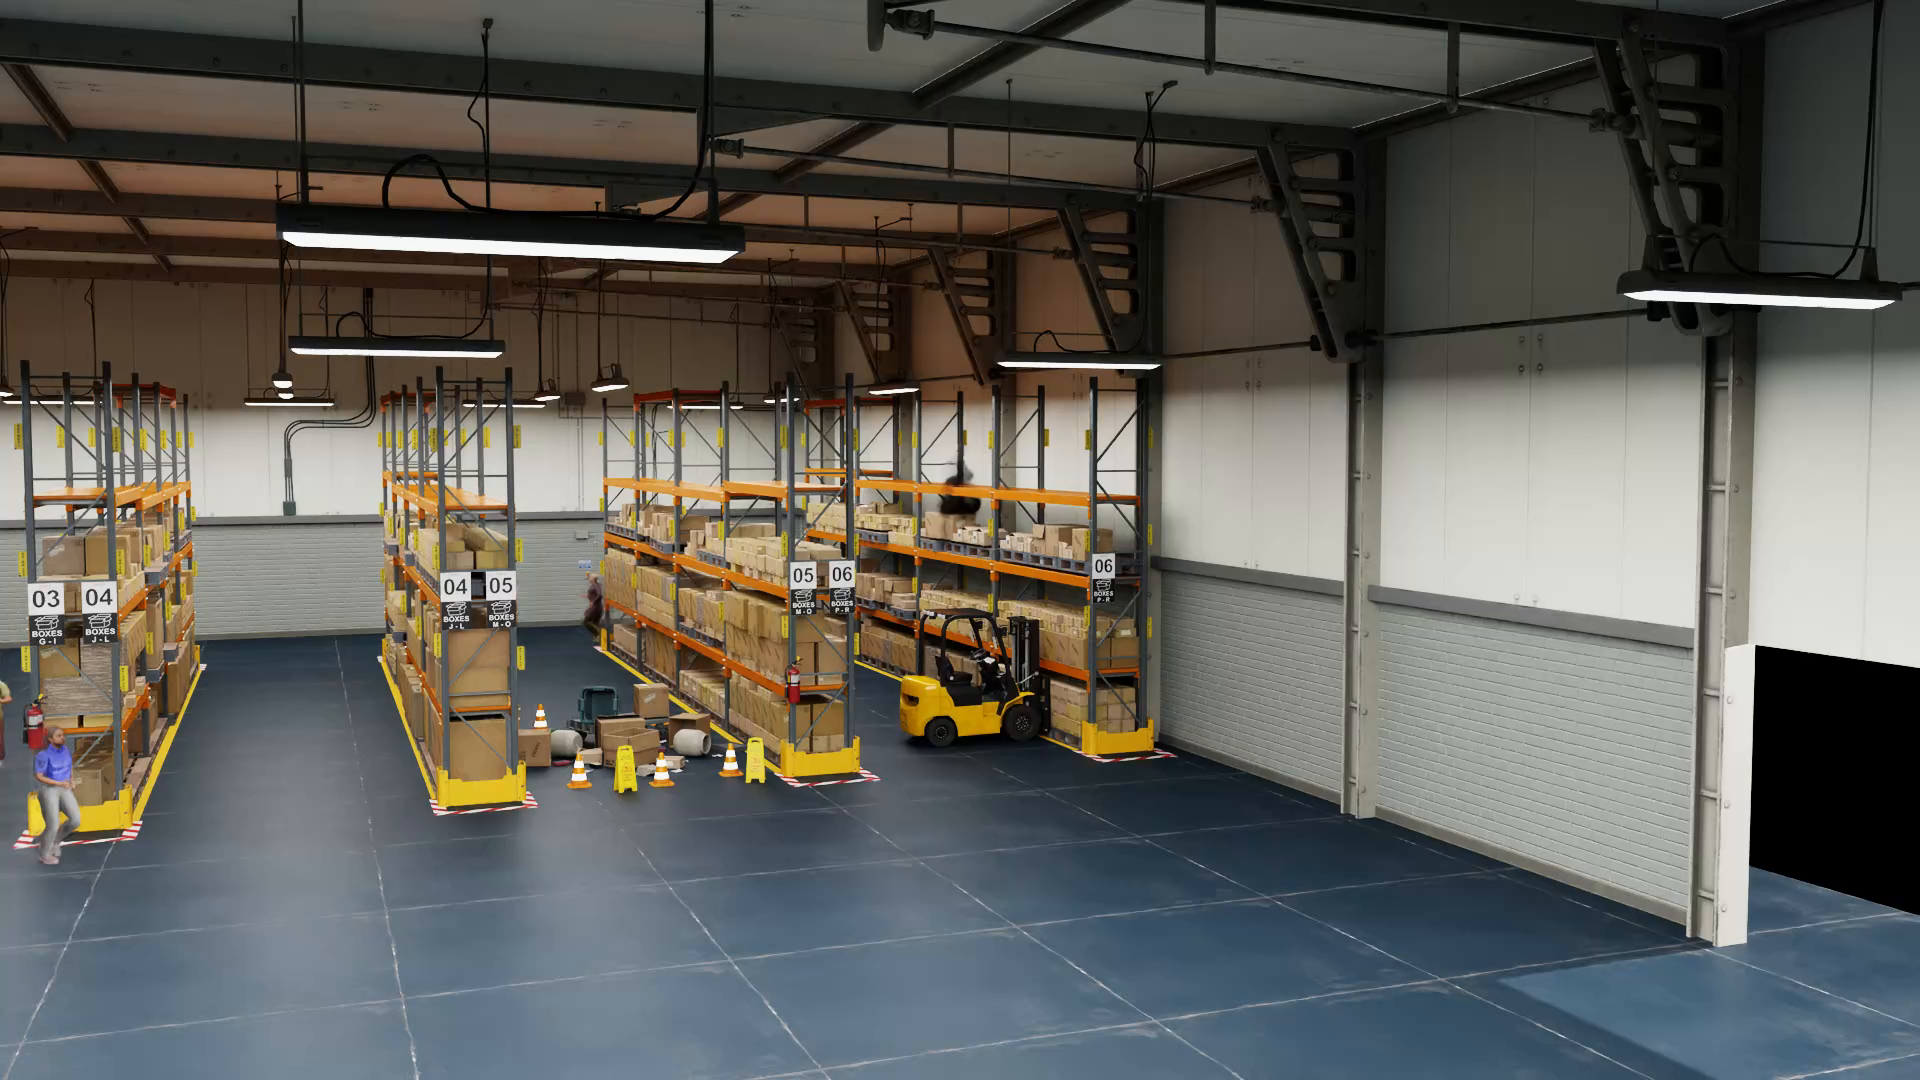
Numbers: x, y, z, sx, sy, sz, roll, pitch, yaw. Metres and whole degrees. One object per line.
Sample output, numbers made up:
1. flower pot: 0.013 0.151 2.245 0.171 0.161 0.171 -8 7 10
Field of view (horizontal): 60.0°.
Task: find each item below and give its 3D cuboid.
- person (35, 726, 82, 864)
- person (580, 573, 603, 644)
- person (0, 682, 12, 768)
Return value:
1. person: -10.645 3.011 19.701 0.592 1.621 0.613 1 4 19
2. person: -9.005 1.728 40.775 0.705 1.678 0.716 0 3 0
3. person: -14.365 2.659 24.640 0.574 1.655 0.969 -2 4 -24
